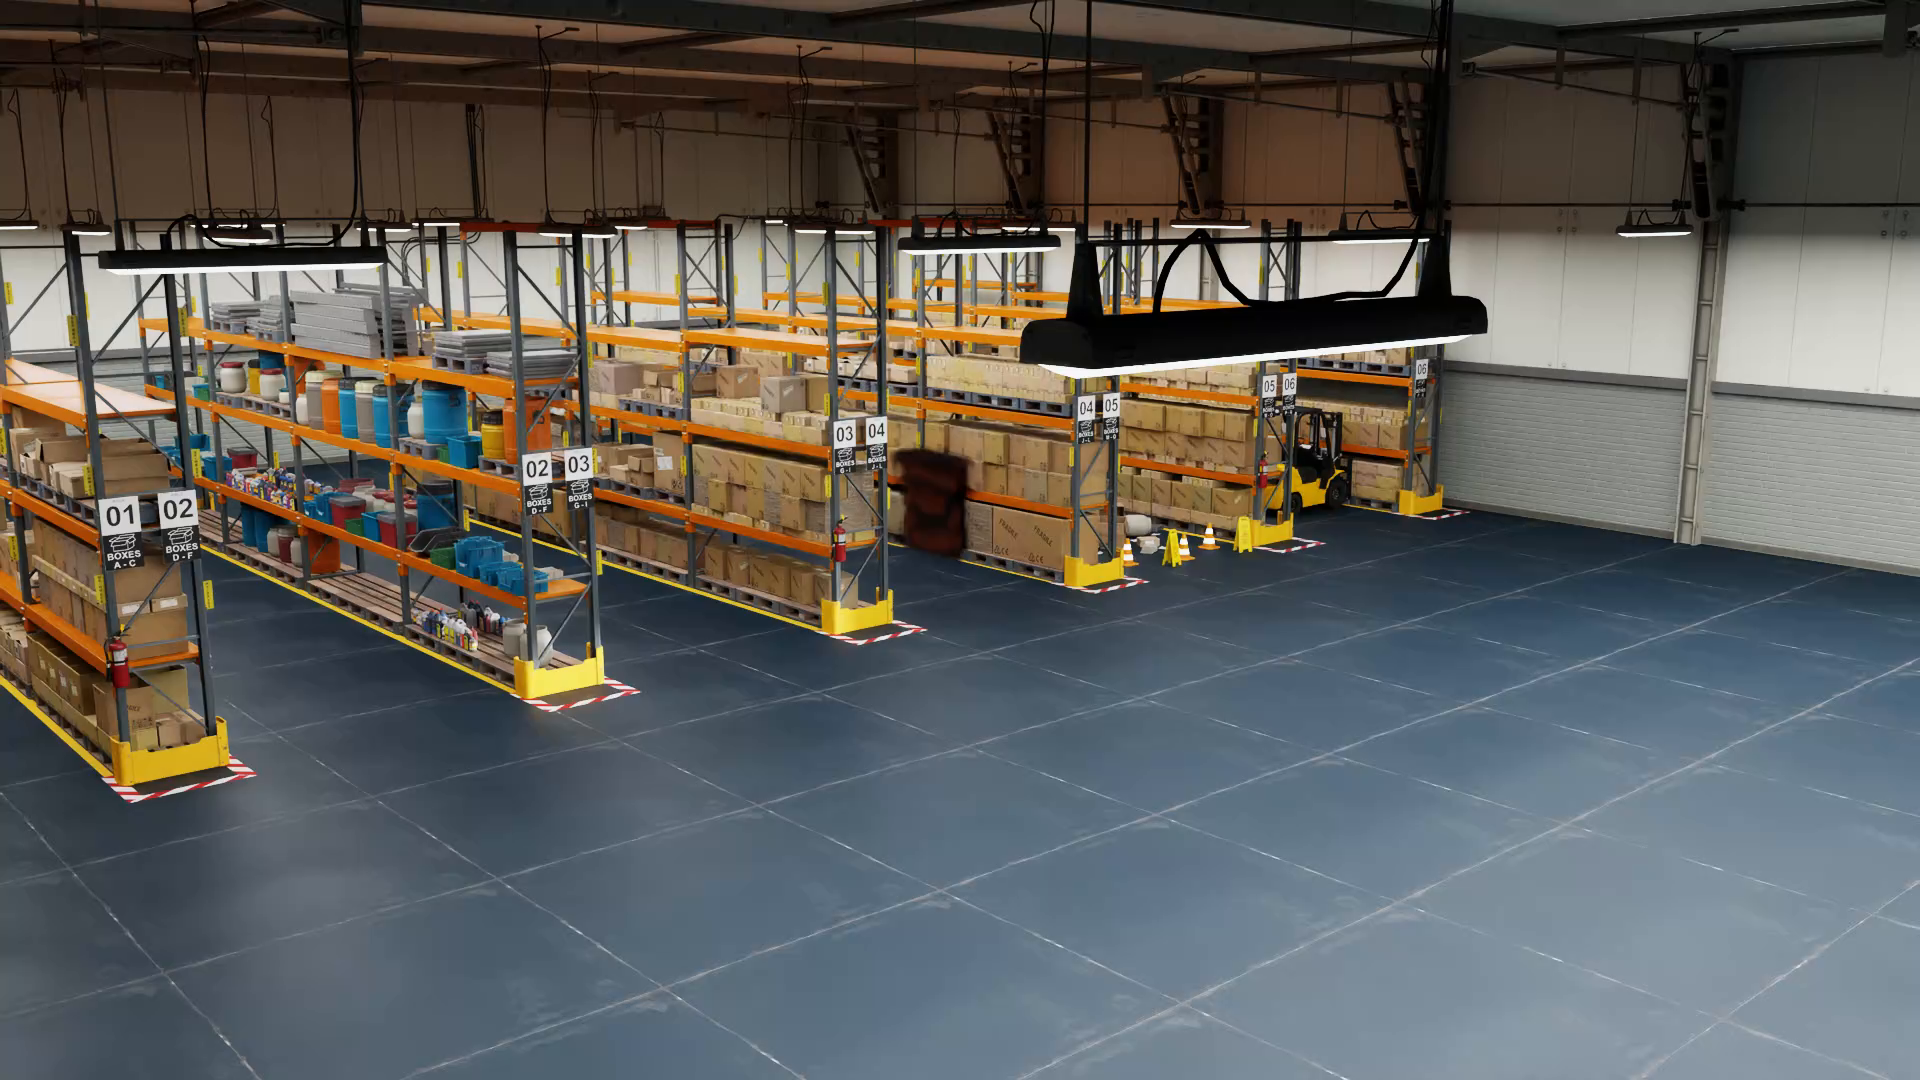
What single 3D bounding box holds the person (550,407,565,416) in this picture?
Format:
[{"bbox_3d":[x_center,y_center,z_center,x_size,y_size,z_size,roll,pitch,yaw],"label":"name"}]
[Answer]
[{"bbox_3d":[-9.967,-2.733,41.290,0.496,1.626,1.034,-2,12,-12],"label":"person"}]
